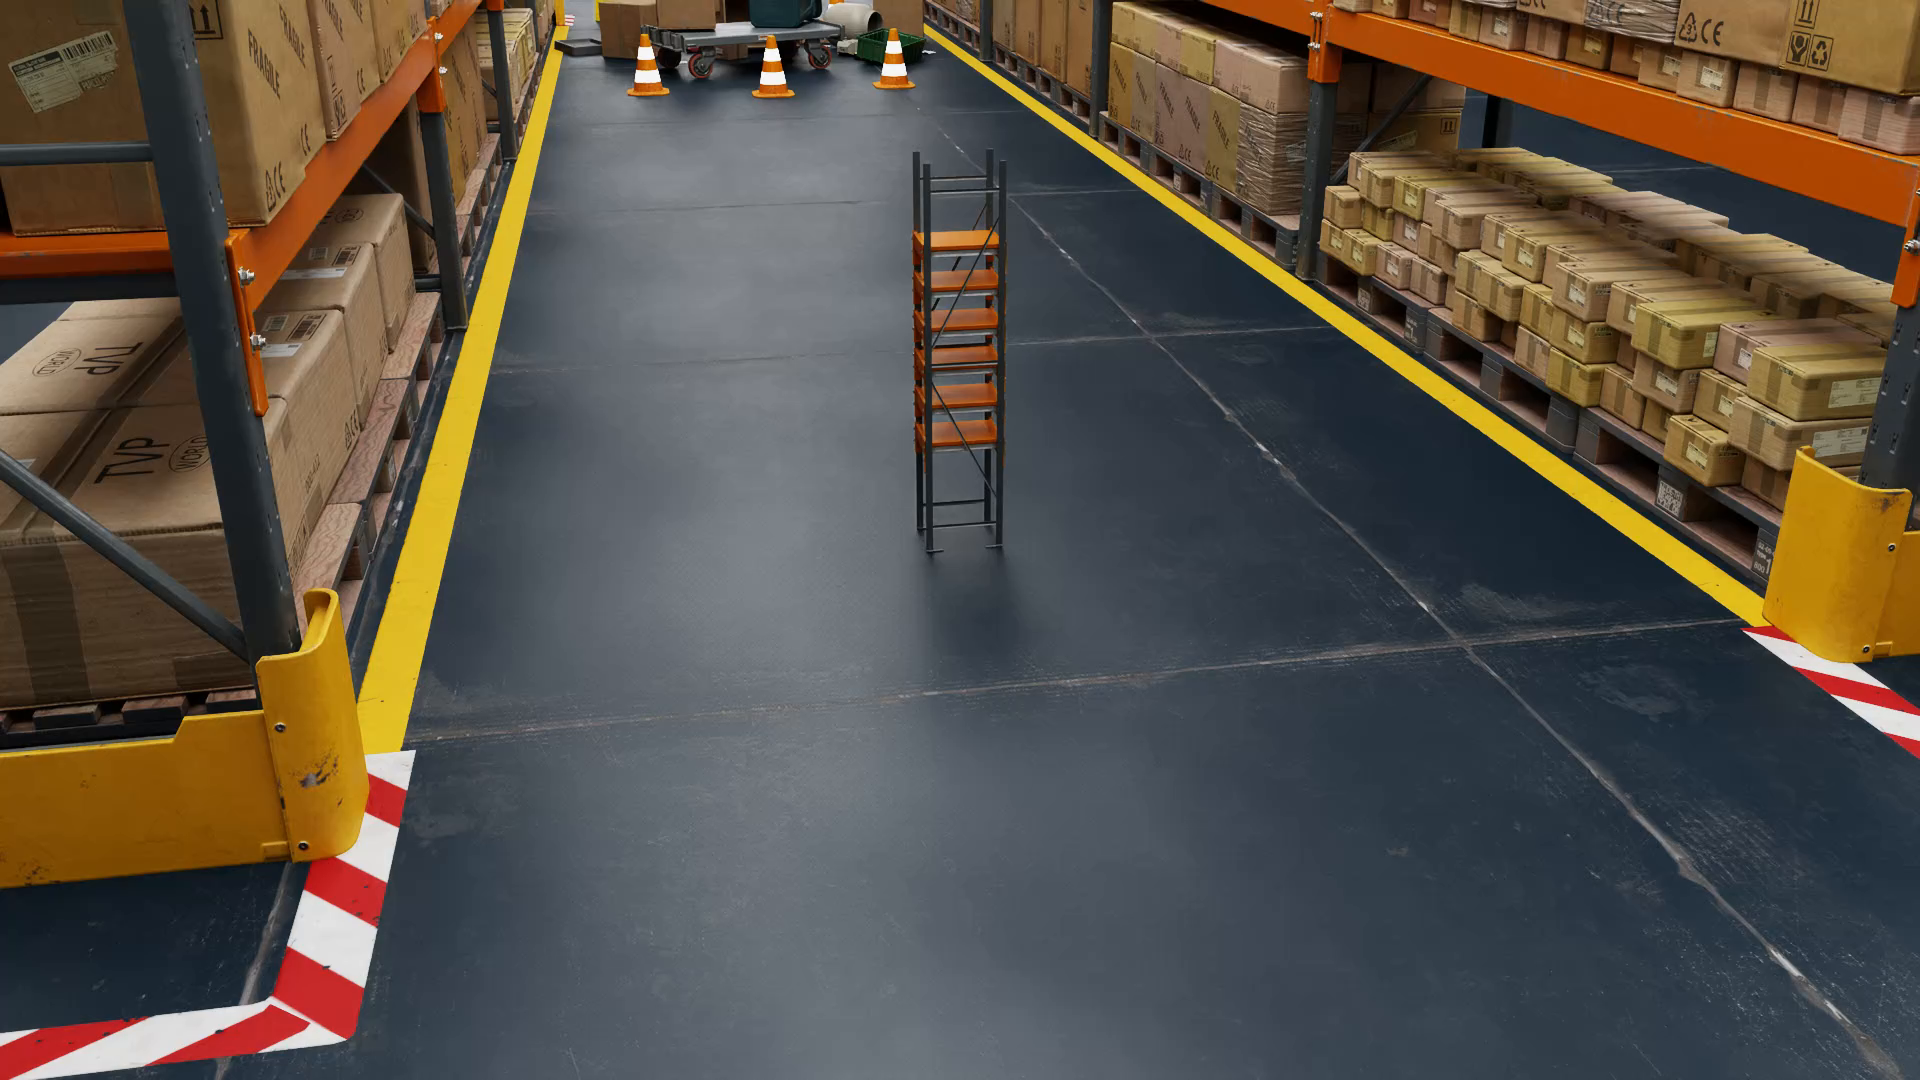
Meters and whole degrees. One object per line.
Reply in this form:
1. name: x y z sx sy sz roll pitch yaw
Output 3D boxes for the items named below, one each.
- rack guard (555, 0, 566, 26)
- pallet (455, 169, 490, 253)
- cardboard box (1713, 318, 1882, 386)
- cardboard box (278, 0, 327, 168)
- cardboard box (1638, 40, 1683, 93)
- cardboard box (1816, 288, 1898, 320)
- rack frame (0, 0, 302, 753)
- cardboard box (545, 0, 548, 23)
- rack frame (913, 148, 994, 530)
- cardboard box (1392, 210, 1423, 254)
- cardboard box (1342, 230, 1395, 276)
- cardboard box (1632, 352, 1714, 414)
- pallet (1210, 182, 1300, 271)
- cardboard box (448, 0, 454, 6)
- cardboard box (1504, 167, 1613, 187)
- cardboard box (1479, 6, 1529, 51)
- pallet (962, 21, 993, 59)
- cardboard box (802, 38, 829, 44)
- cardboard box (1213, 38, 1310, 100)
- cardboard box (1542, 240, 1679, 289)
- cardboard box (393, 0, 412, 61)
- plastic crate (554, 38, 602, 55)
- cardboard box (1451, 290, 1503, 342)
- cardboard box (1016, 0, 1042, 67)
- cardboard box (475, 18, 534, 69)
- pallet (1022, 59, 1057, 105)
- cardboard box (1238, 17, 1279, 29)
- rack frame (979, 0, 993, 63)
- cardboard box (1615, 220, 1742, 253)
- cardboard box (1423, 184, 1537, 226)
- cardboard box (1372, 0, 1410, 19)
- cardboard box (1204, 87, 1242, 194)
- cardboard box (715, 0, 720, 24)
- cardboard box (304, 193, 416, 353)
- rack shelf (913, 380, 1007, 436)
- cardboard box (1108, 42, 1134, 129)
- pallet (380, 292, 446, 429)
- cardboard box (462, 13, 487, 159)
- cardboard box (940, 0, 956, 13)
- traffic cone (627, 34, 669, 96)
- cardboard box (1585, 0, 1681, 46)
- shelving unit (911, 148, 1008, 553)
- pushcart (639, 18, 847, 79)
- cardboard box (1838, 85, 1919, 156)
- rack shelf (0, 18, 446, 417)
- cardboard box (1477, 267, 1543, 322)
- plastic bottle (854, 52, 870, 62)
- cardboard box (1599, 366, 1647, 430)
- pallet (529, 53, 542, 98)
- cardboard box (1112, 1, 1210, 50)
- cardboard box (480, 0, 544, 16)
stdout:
1. rack guard: -4.891 -5.830 17.973 1.175 0.500 0.348 -4 24 -10
2. pallet: -3.132 -1.786 9.076 1.003 0.211 1.213 -4 24 -10
3. cardboard box: 2.563 -0.569 5.099 0.380 0.149 0.250 -4 24 -9
4. cardboard box: -1.874 -1.165 4.044 0.500 0.500 0.500 -5 24 -11
5. cardboard box: 2.401 -1.513 5.279 0.380 0.149 0.250 -5 24 -12
6. cardboard box: 3.047 -0.716 5.435 0.380 0.149 0.250 -4 24 -10
7. rack frame: -1.946 -0.712 3.132 1.000 3.000 0.127 -4 24 -10
8. cardboard box: -4.220 -5.034 15.939 0.500 0.250 0.500 -5 24 -10
9. rack frame: -0.020 -0.592 5.105 0.240 1.200 0.006 -4 24 -10
10. cardboard box: 2.128 -1.361 7.284 0.380 0.149 0.250 -4 24 -10
11. cardboard box: 1.961 -1.306 7.529 0.380 0.149 0.250 -4 24 -8
12. cardboard box: 2.424 -0.531 5.383 0.380 0.149 0.250 -5 24 -12
13. pallet: 2.014 -1.719 8.923 1.003 0.211 1.213 -4 24 -10
14. cardboard box: -2.605 -2.612 7.671 0.500 0.250 0.500 -5 24 -11
15. cardboard box: 2.621 -1.534 7.309 0.380 0.149 0.250 -5 24 -10
16. cardboard box: 2.182 -1.926 6.226 0.380 0.149 0.250 -3 24 -7
17. pallet: 0.617 -4.865 16.125 1.003 0.211 1.213 -4 24 -10
18. cardboard box: -1.447 -5.125 16.652 0.396 0.266 0.258 0 24 -1
19. cardboard box: 1.692 -2.559 9.023 0.500 0.250 0.500 -3 24 -7
20. cardboard box: 2.360 -0.981 6.043 0.380 0.149 0.250 -5 24 -12
21. cardboard box: -2.249 -1.965 5.877 0.500 0.500 0.500 -5 24 -11
22. plastic crate: -3.650 -4.772 16.076 0.402 0.080 0.583 -13 27 -28
23. cardboard box: 2.191 -0.903 6.607 0.380 0.149 0.250 -5 24 -11
24. cardboard box: 1.058 -4.382 13.822 1.050 0.750 0.750 -4 24 -10
25. cardboard box: -3.930 -3.931 13.262 0.950 0.372 0.625 -3 24 -6
26. pallet: 1.126 -3.781 13.644 1.003 0.211 1.213 -4 24 -10
27. cardboard box: 1.987 -3.007 10.048 0.500 0.250 0.500 -4 24 -9
28. rack frame: 0.681 -5.838 14.869 1.000 3.000 0.127 -4 24 -10
29. cardboard box: 2.733 -1.116 6.351 0.380 0.149 0.250 -4 24 -10
30. cardboard box: 2.178 -1.390 6.978 0.380 0.149 0.250 -5 24 -11
31. cardboard box: 2.011 -2.344 7.184 0.380 0.149 0.250 -4 24 -8
32. cardboard box: 1.681 -2.212 9.166 0.500 0.500 0.500 -5 24 -11
33. cardboard box: -2.092 -5.358 16.888 0.637 0.503 0.797 18 29 36
34. cardboard box: -2.675 -1.048 6.579 0.875 0.438 0.875 -5 24 -11
35. rack shelf: -0.003 -0.405 5.089 0.258 0.103 0.180 -4 24 -10
36. cardboard box: 1.300 -3.014 11.003 0.500 0.500 0.500 -5 24 -12
37. pallet: -2.622 -0.702 6.594 1.003 0.211 1.213 -4 24 -10
38. cardboard box: -3.380 -2.799 10.042 0.875 0.875 0.875 -5 24 -10
39. cardboard box: 0.296 -6.022 17.421 0.875 0.875 0.875 -5 24 -11
40. traffic cone: -2.560 -3.885 13.567 0.336 0.463 0.334 -4 24 -10
41. cardboard box: 2.370 -1.859 5.263 0.500 0.500 0.500 -4 24 -10
42. shelving unit: -0.003 -0.556 5.023 0.258 1.200 0.189 -4 24 -10
43. pushcart: -1.934 -4.419 14.895 1.648 0.377 0.936 -13 27 -28
44. cardboard box: 2.561 -1.110 4.358 0.380 0.149 0.250 -4 24 -10
45. rack shelf: -2.316 -1.169 5.077 1.077 0.370 4.000 -4 24 -10
46. cardboard box: 2.208 -0.942 6.325 0.380 0.149 0.250 -4 24 -9
47. plastic bottle: -0.854 -4.488 15.450 0.133 0.061 0.283 -19 30 -37
48. cardboard box: 2.427 -0.496 5.674 0.380 0.149 0.250 -4 24 -9
49. pallet: -4.020 -3.848 13.796 1.003 0.211 1.213 -4 24 -10
50. cardboard box: 1.310 -3.366 10.871 0.500 0.250 0.500 -5 24 -12
51. cardboard box: -4.009 -4.960 14.832 0.500 0.500 0.500 -3 24 -7
